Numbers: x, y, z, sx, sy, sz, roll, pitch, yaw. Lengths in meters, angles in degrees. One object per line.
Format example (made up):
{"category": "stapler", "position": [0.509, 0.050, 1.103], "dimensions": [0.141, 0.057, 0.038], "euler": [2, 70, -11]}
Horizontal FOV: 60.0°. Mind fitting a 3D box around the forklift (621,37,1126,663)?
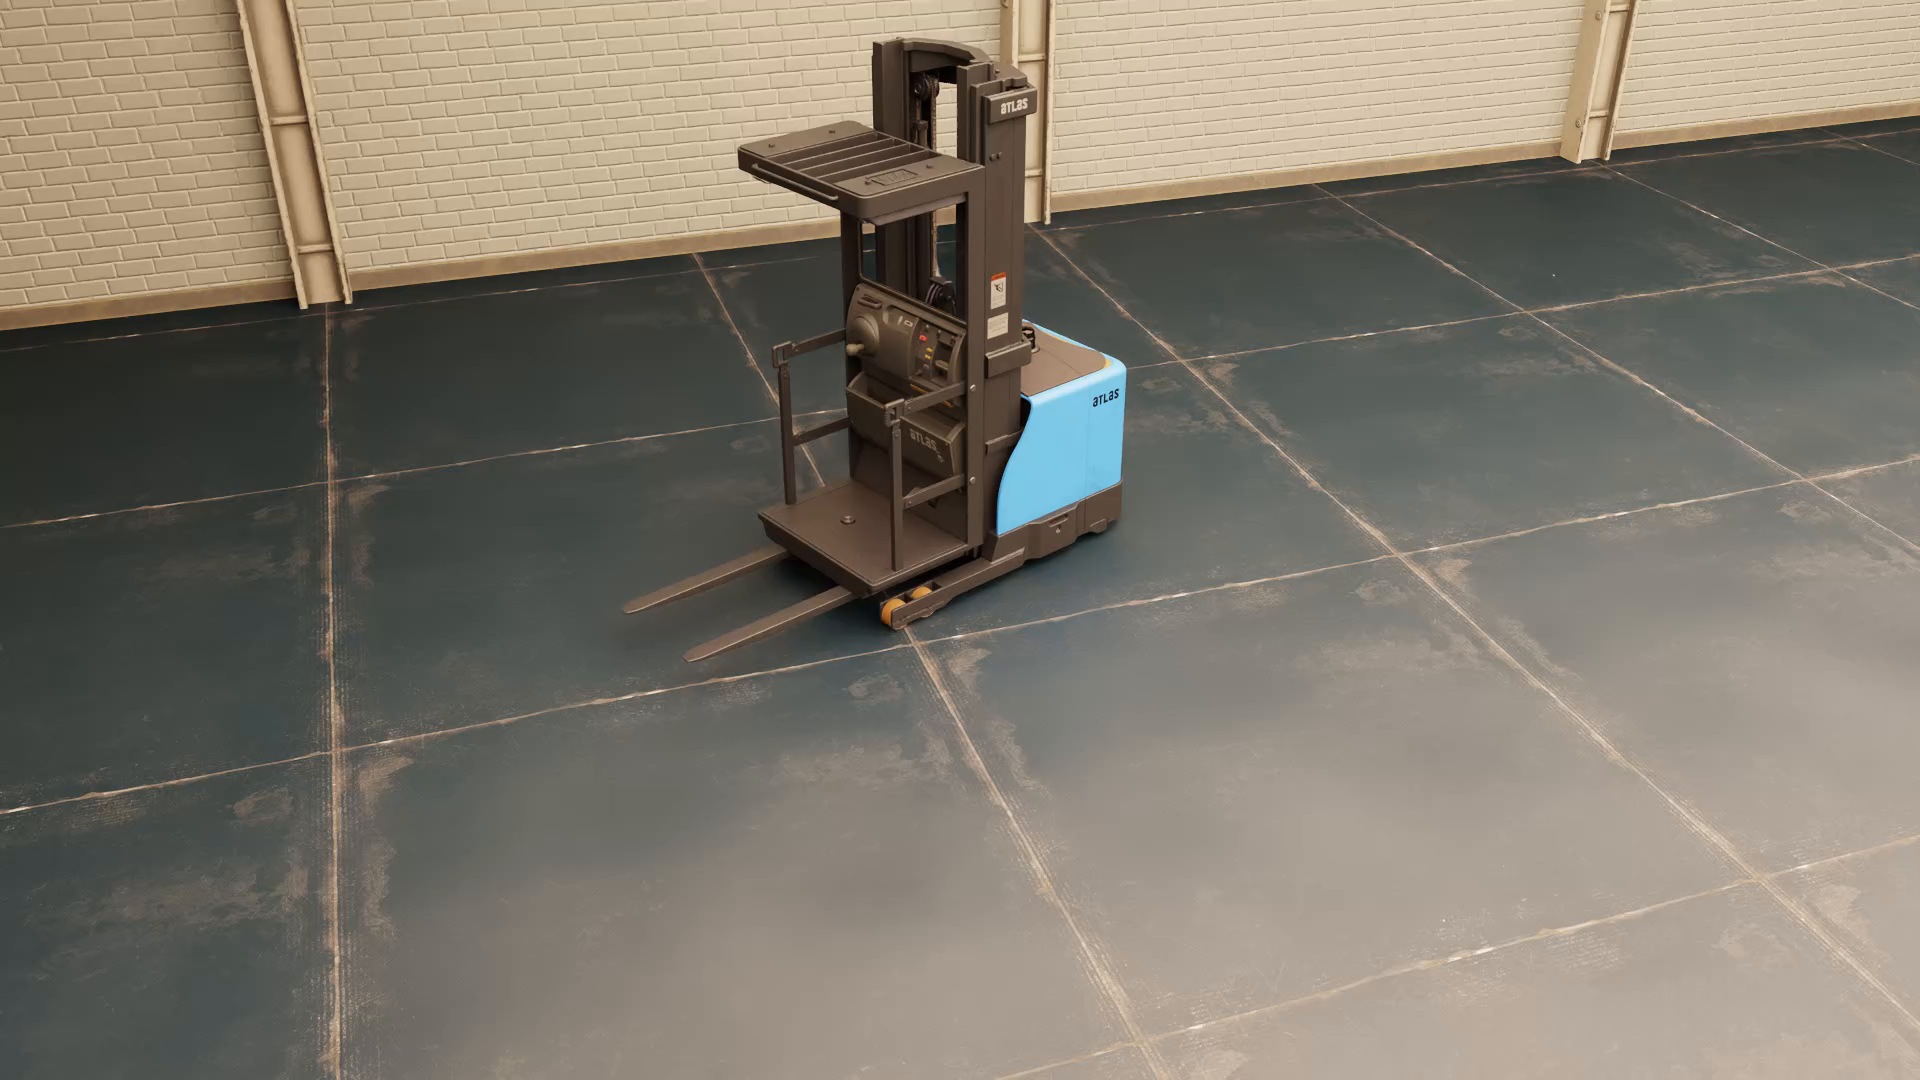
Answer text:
{"category": "forklift", "position": [-0.461, -1.072, 8.951], "dimensions": [3.031, 2.935, 1.130], "euler": [-23, 37, -34]}
